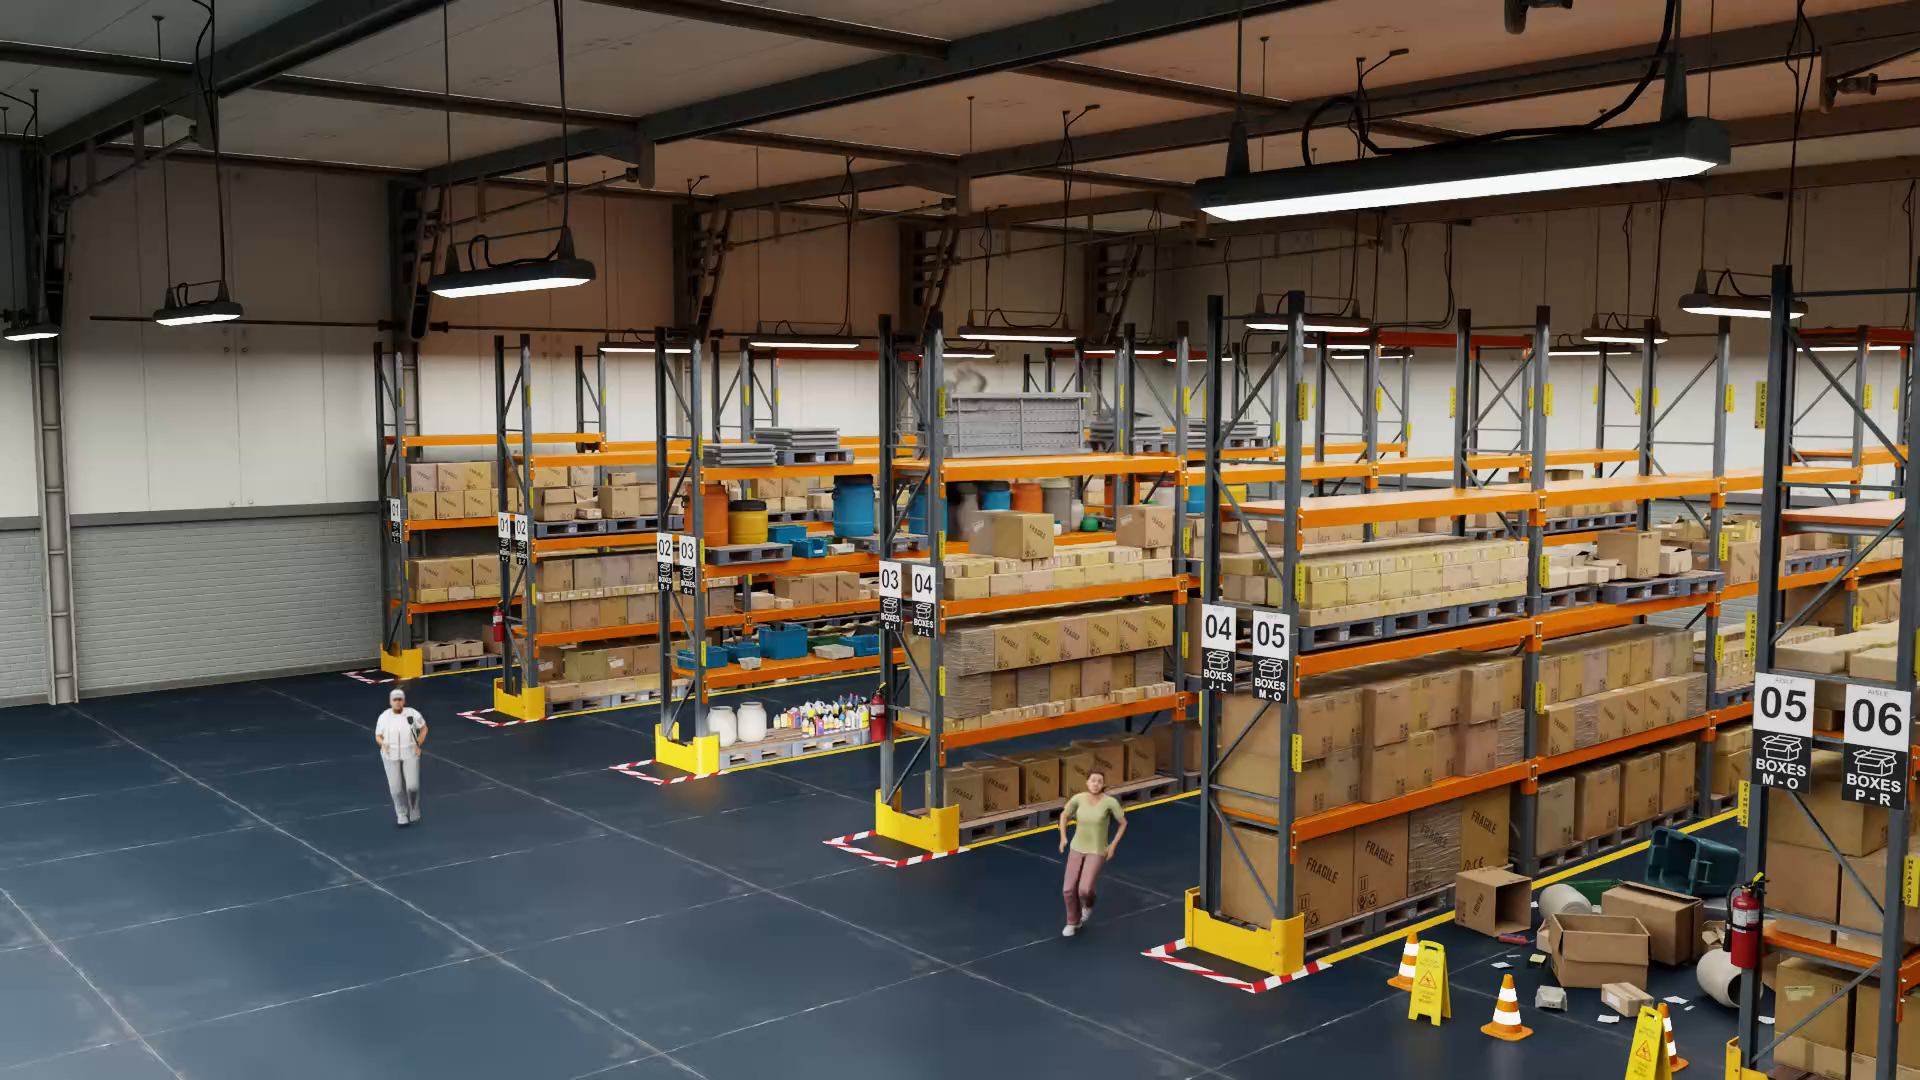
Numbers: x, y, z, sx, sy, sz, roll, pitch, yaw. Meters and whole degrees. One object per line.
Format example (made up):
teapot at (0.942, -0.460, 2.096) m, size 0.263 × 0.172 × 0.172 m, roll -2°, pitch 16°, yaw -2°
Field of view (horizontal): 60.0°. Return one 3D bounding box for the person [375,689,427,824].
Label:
person at (-6.577, 2.565, 19.584) m, size 0.579 × 1.623 × 0.575 m, roll -1°, pitch 5°, yaw -15°

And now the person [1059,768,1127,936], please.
person at (1.226, 2.950, 15.693) m, size 0.631 × 1.629 × 0.533 m, roll 2°, pitch 6°, yaw 22°
